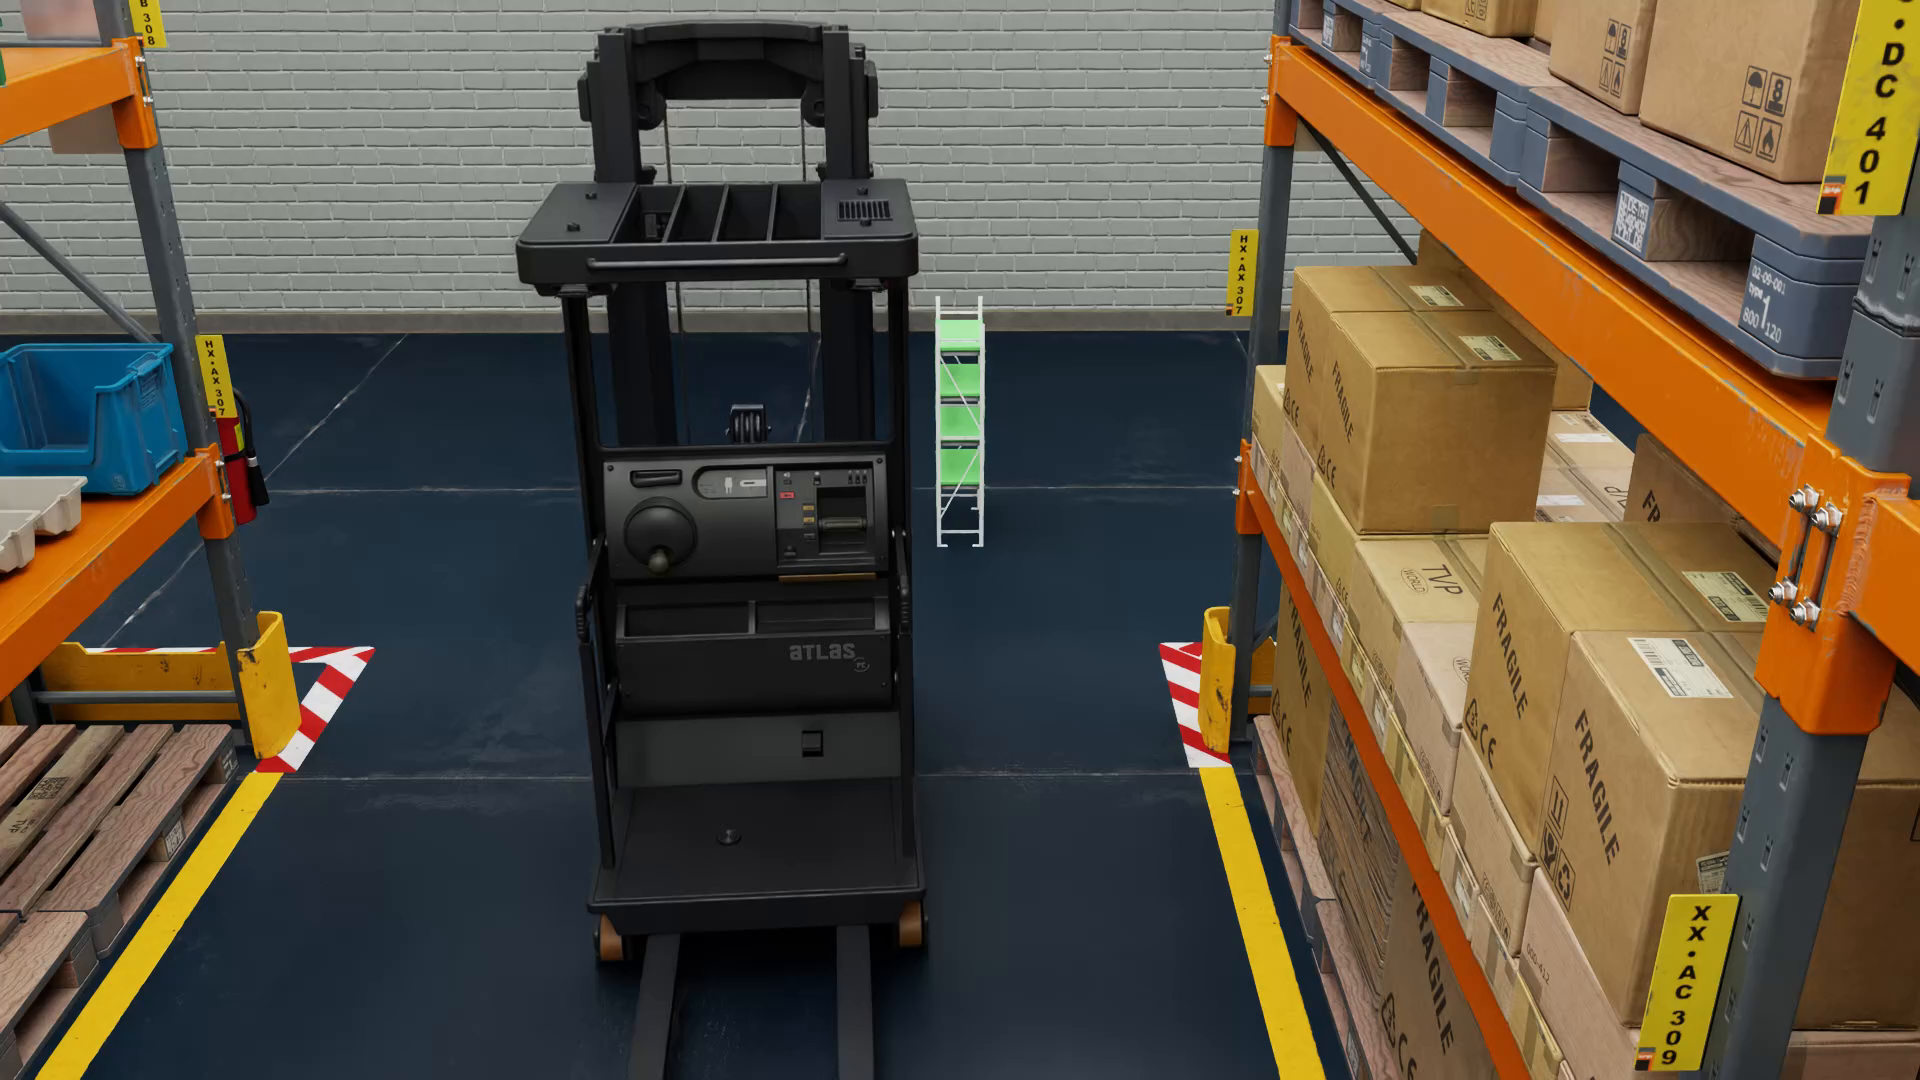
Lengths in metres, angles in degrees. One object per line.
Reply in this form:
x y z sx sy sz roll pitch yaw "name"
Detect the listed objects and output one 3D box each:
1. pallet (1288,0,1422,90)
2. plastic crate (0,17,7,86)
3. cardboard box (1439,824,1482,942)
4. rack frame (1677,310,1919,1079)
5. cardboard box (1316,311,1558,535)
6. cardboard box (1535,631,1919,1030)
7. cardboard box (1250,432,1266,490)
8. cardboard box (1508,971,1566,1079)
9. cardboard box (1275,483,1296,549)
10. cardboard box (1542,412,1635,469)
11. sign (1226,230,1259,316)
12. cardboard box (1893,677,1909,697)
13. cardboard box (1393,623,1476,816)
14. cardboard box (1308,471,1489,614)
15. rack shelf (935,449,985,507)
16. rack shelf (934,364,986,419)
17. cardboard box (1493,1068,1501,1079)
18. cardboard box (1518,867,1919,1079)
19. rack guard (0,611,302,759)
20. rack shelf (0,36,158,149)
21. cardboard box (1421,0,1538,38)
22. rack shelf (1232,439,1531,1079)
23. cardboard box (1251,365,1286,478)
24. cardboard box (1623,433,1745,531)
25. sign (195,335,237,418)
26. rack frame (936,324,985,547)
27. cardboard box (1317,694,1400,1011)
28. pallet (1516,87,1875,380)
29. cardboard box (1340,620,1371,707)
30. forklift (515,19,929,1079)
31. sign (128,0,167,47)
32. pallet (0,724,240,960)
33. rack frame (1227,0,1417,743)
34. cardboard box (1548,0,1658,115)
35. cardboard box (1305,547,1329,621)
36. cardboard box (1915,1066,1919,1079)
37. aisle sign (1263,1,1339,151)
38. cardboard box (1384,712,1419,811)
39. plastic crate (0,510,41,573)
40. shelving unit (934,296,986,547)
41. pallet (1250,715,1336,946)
1.615 -1.575 5.061 1.003 0.211 1.213 0 24 -1 "pallet"
-3.060 -1.397 4.817 0.450 0.188 0.336 0 24 -1 "plastic crate"
1.301 0.766 3.721 0.380 0.149 0.250 0 24 0 "cardboard box"
1.640 1.094 2.692 1.000 3.000 0.127 0 24 -1 "rack frame"
1.349 -0.345 4.784 0.500 0.500 0.500 -1 24 -2 "cardboard box"
1.368 0.496 2.923 0.500 0.500 0.500 0 24 1 "cardboard box"
1.271 -0.292 6.062 0.380 0.149 0.250 0 24 0 "cardboard box"
1.306 0.978 3.253 0.380 0.149 0.250 0 24 0 "cardboard box"
1.278 -0.081 5.595 0.380 0.149 0.250 -1 24 -2 "cardboard box"
1.872 -0.214 5.405 0.500 0.250 0.500 -1 24 -1 "cardboard box"
1.042 -0.985 6.142 0.100 0.325 0.005 0 24 -1 "sign"
1.891 0.486 2.946 0.500 0.500 0.500 0 24 -1 "cardboard box"
1.359 0.422 3.998 0.500 0.250 0.500 0 24 1 "cardboard box"
1.346 -0.002 4.935 0.500 0.250 0.500 -1 24 -2 "cardboard box"
-0.002 -0.338 8.779 0.258 0.148 0.480 0 24 -1 "rack shelf"
-0.002 -0.775 8.581 0.258 0.148 0.480 0 24 -1 "rack shelf"
1.713 1.598 3.646 0.875 0.875 0.875 0 24 -1 "cardboard box"
1.373 0.846 3.061 0.500 0.250 0.500 -1 24 -2 "cardboard box"
-3.369 0.597 6.824 1.175 0.500 0.348 0 24 -1 "rack guard"
-3.334 -0.747 3.995 1.077 0.370 4.000 0 24 -1 "rack shelf"
1.596 -1.545 4.133 0.700 0.500 0.500 -2 24 -4 "cardboard box"
1.618 0.597 4.663 1.077 0.370 4.000 0 24 -1 "rack shelf"
1.332 -0.423 5.866 0.500 0.250 0.500 -1 24 -2 "cardboard box"
1.883 0.069 3.869 0.500 0.500 0.500 -1 24 -2 "cardboard box"
-2.806 -0.616 6.274 0.100 0.325 0.005 0 24 -1 "sign"
0.001 -0.514 8.431 0.240 1.200 0.015 0 24 -1 "rack frame"
1.694 0.860 5.276 0.875 0.875 0.875 0 24 -1 "cardboard box"
1.642 -0.570 2.838 1.003 0.211 1.213 0 24 -1 "pallet"
1.289 0.341 4.660 0.380 0.149 0.250 -1 24 -2 "cardboard box"
-0.687 -0.056 5.317 1.130 2.935 3.031 -2 24 -4 "forklift"
-2.806 -1.861 5.711 0.100 0.325 0.005 0 24 -1 "sign"
-3.386 1.078 6.110 1.003 0.211 1.213 0 24 -1 "pallet"
1.597 -0.555 6.336 1.000 3.000 0.127 0 24 -1 "rack frame"
1.570 -1.099 3.149 0.700 0.500 0.500 1 24 2 "cardboard box"
1.284 0.131 5.125 0.380 0.149 0.250 -1 24 -2 "cardboard box"
1.897 0.832 3.092 0.500 0.250 0.500 -1 24 -2 "cardboard box"
1.296 -1.768 5.863 0.394 0.787 0.004 0 24 -1 "aisle sign"
1.295 0.554 4.189 0.380 0.149 0.250 -1 24 -1 "cardboard box"
-3.177 0.015 5.324 0.396 0.136 0.243 0 24 -1 "plastic crate"
-0.002 -0.615 8.654 0.258 1.200 0.503 0 24 -1 "shelving unit"
1.684 1.045 6.183 1.003 0.211 1.213 0 24 -1 "pallet"
